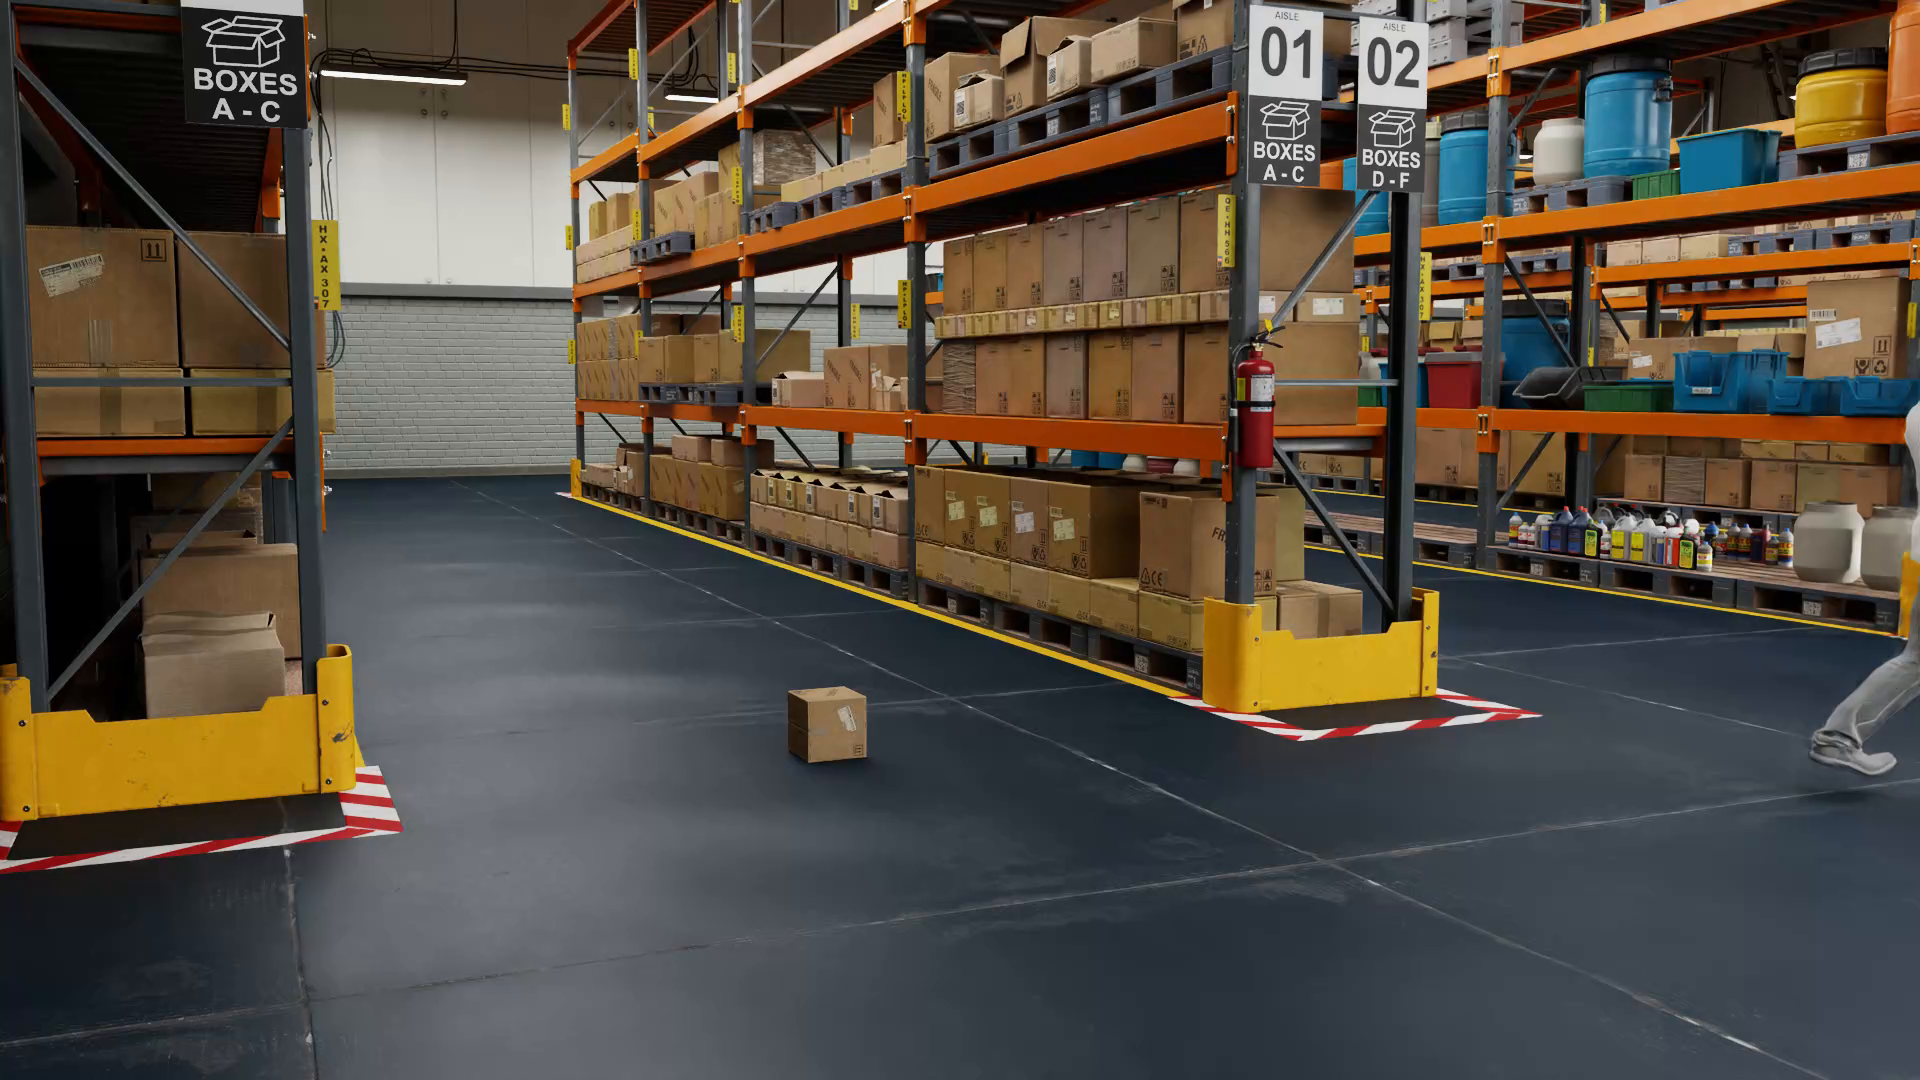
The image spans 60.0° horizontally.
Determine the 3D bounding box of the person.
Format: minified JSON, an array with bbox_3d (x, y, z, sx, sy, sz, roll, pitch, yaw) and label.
[{"bbox_3d":[3.625,0.071,5.932,1.002,1.728,0.577,1,5,12],"label":"person"}]
